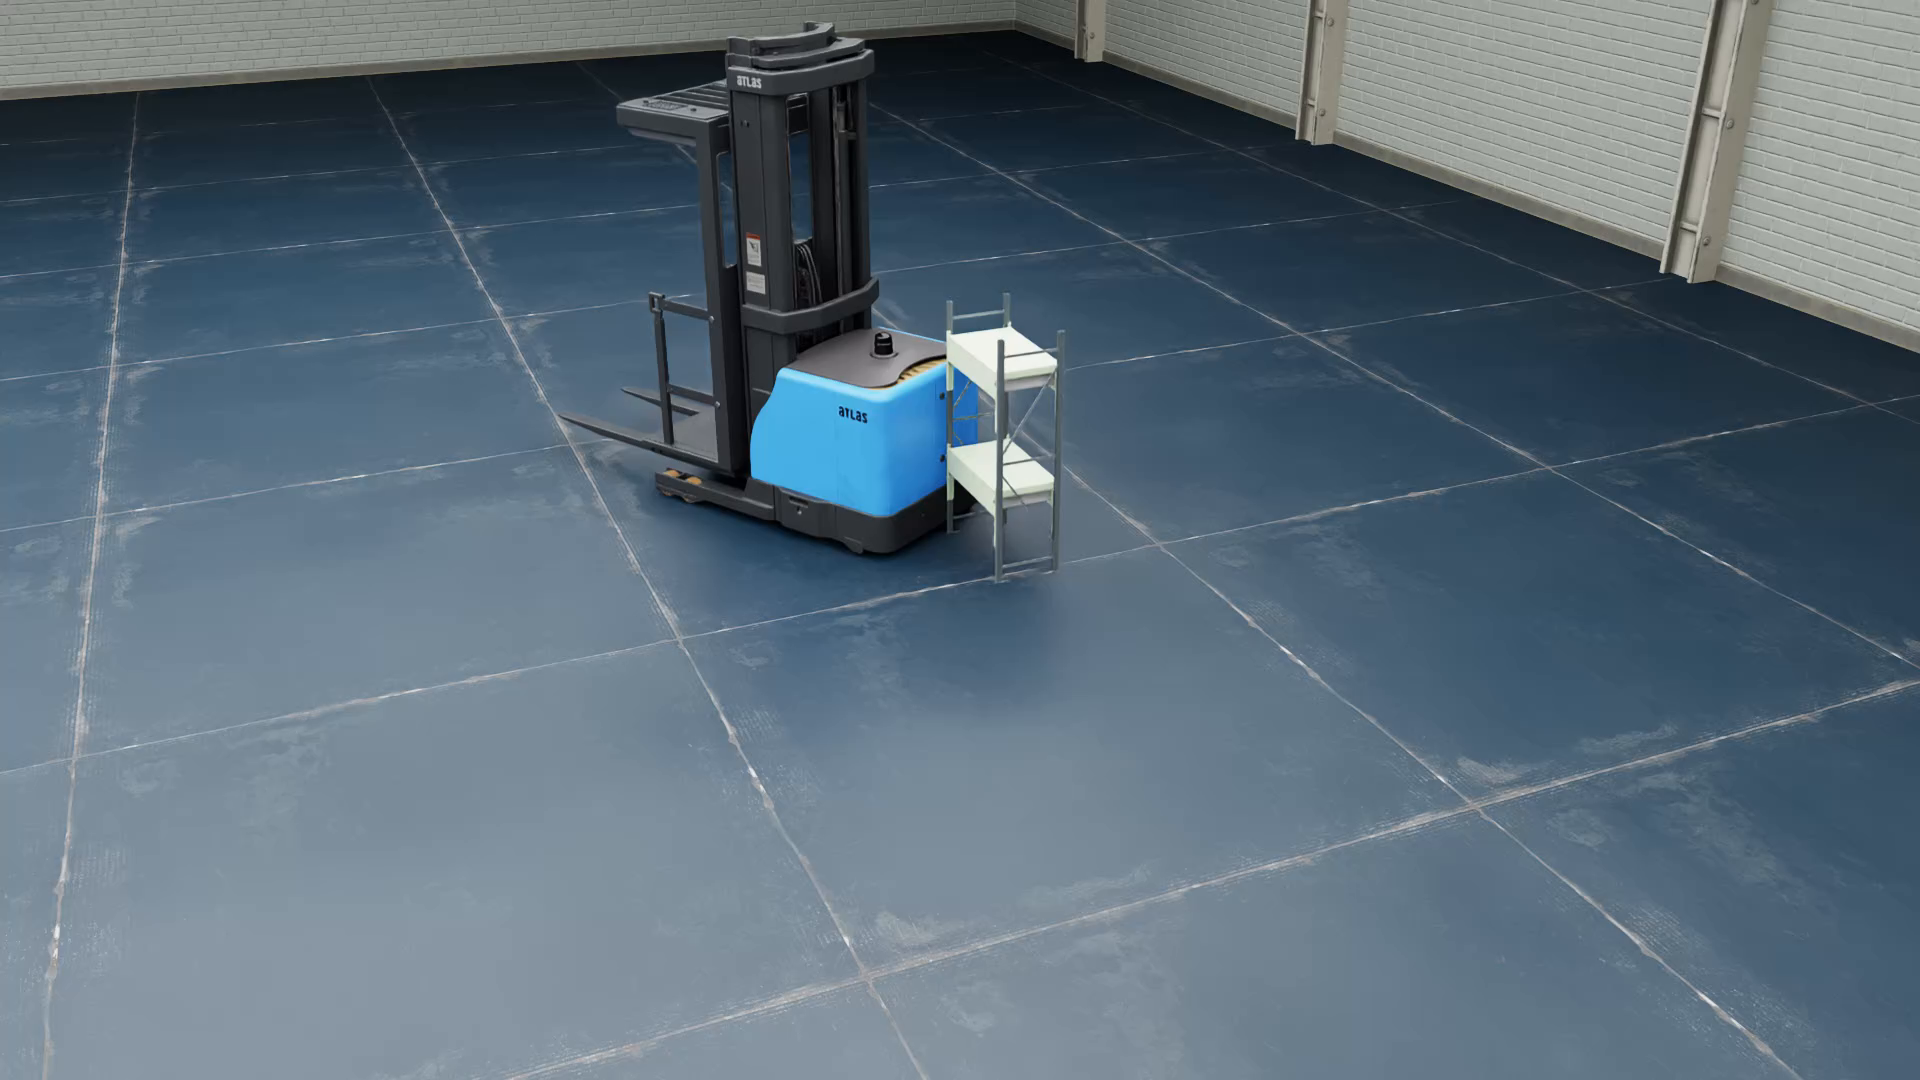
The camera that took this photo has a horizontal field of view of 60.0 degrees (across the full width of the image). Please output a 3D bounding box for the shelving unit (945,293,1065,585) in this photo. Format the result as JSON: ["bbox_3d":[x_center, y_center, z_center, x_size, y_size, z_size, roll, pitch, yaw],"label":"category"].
[{"bbox_3d":[0.250,-0.598,9.765,0.431,1.500,0.755,-11,28,-20],"label":"shelving unit"}]

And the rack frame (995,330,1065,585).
[{"bbox_3d":[0.393,-0.450,9.462,0.400,1.500,0.023,-11,28,-20],"label":"rack frame"}]

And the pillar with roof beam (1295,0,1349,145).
[{"bbox_3d":[0.342,-8.143,16.672,9.100,9.000,0.400,-11,28,-21],"label":"pillar with roof beam"}]

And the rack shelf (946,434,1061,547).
[{"bbox_3d":[0.250,-0.305,9.908,0.431,0.370,0.720,-11,28,-20],"label":"rack shelf"}]

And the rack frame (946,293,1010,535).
[{"bbox_3d":[0.108,-0.746,10.067,0.400,1.500,0.023,-11,28,-20],"label":"rack frame"}]

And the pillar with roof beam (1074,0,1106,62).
[{"bbox_3d":[-2.008,-10.566,21.633,9.100,9.000,0.400,-11,28,-21],"label":"pillar with roof beam"}]

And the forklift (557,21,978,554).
[{"bbox_3d":[-1.369,-1.725,10.443,3.031,2.935,1.130,17,31,31],"label":"forklift"}]

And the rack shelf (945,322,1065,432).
[{"bbox_3d":[0.250,-0.948,9.593,0.431,0.370,0.720,-11,28,-20],"label":"rack shelf"}]

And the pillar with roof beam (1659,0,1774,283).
[{"bbox_3d":[2.691,-5.721,11.711,9.100,9.000,0.400,-11,28,-21],"label":"pillar with roof beam"}]
